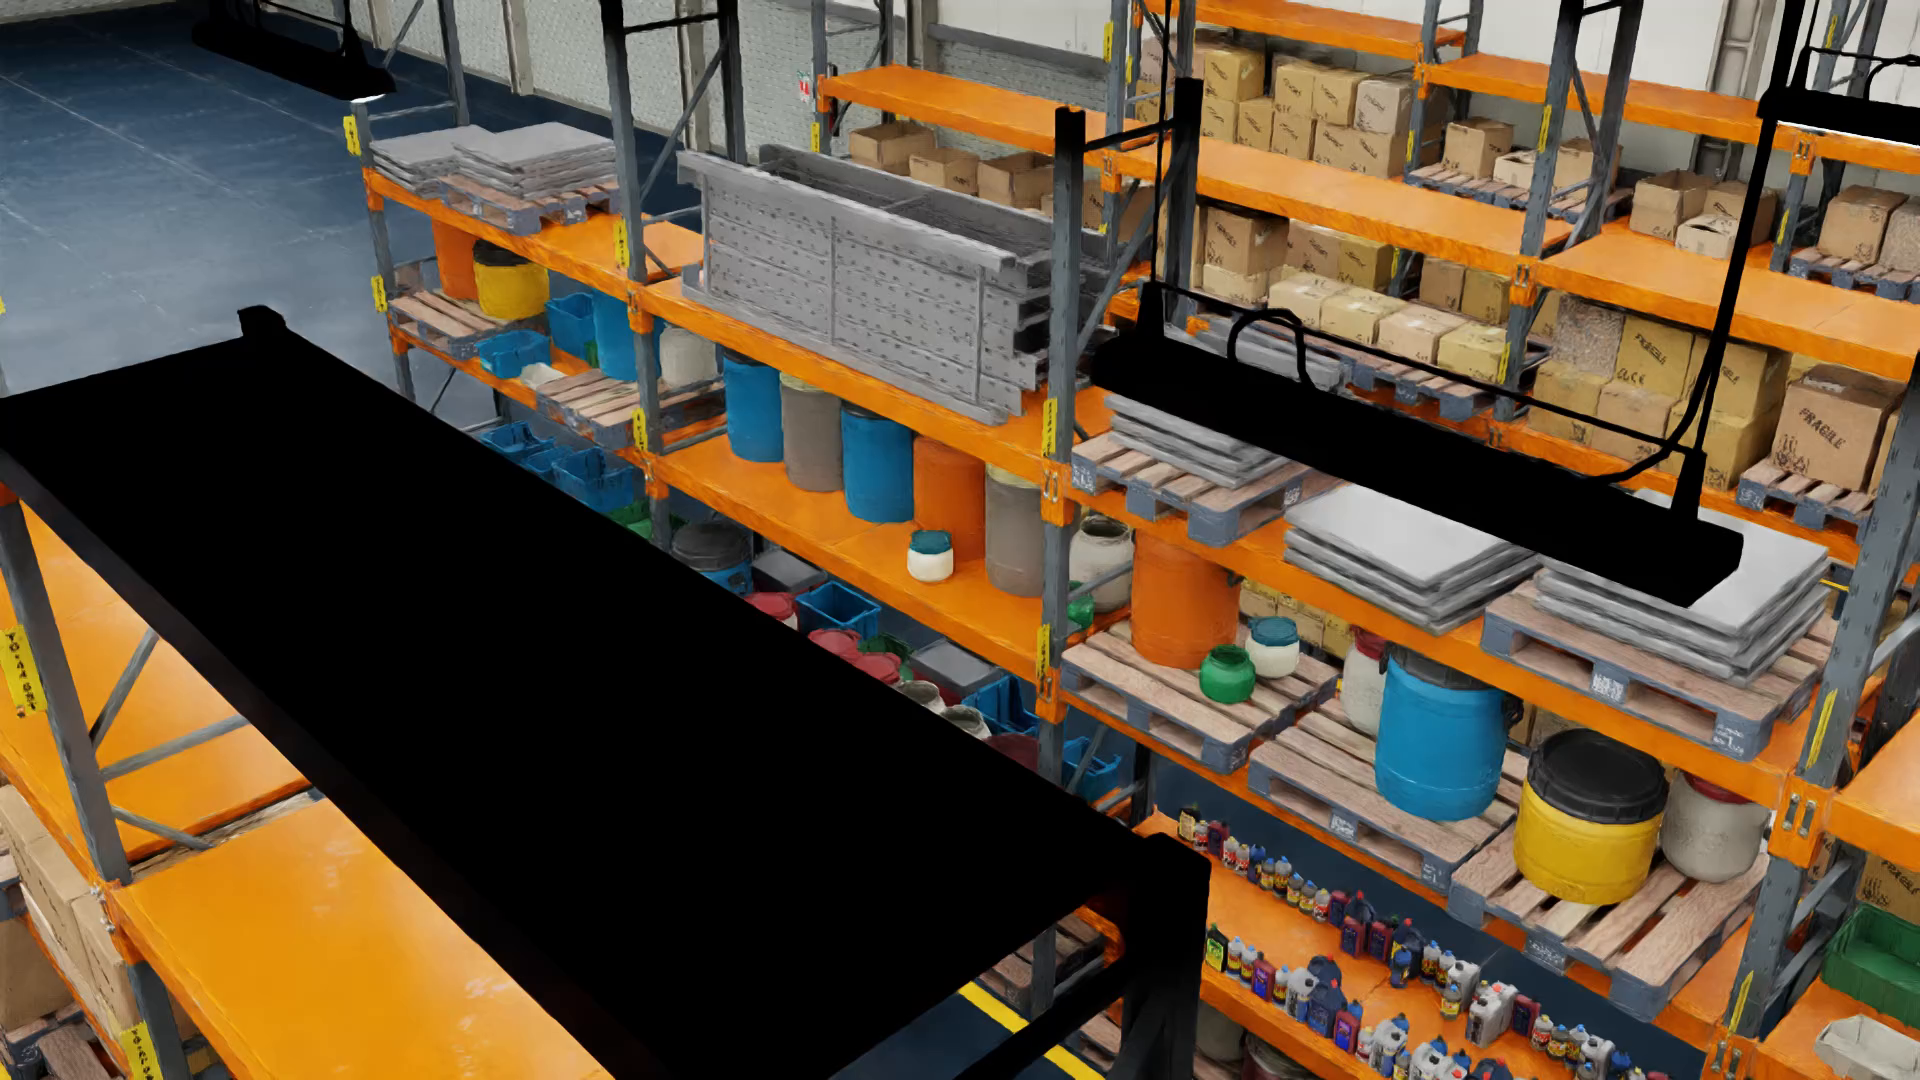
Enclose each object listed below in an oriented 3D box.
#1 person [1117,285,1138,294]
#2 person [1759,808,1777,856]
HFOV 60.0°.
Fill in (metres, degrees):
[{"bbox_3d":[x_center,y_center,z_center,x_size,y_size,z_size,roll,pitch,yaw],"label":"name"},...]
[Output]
[{"bbox_3d":[2.034,-2.431,19.494,0.649,1.764,0.463,9,29,15],"label":"person"},{"bbox_3d":[5.082,2.241,10.872,0.545,1.678,0.437,13,31,23],"label":"person"}]
